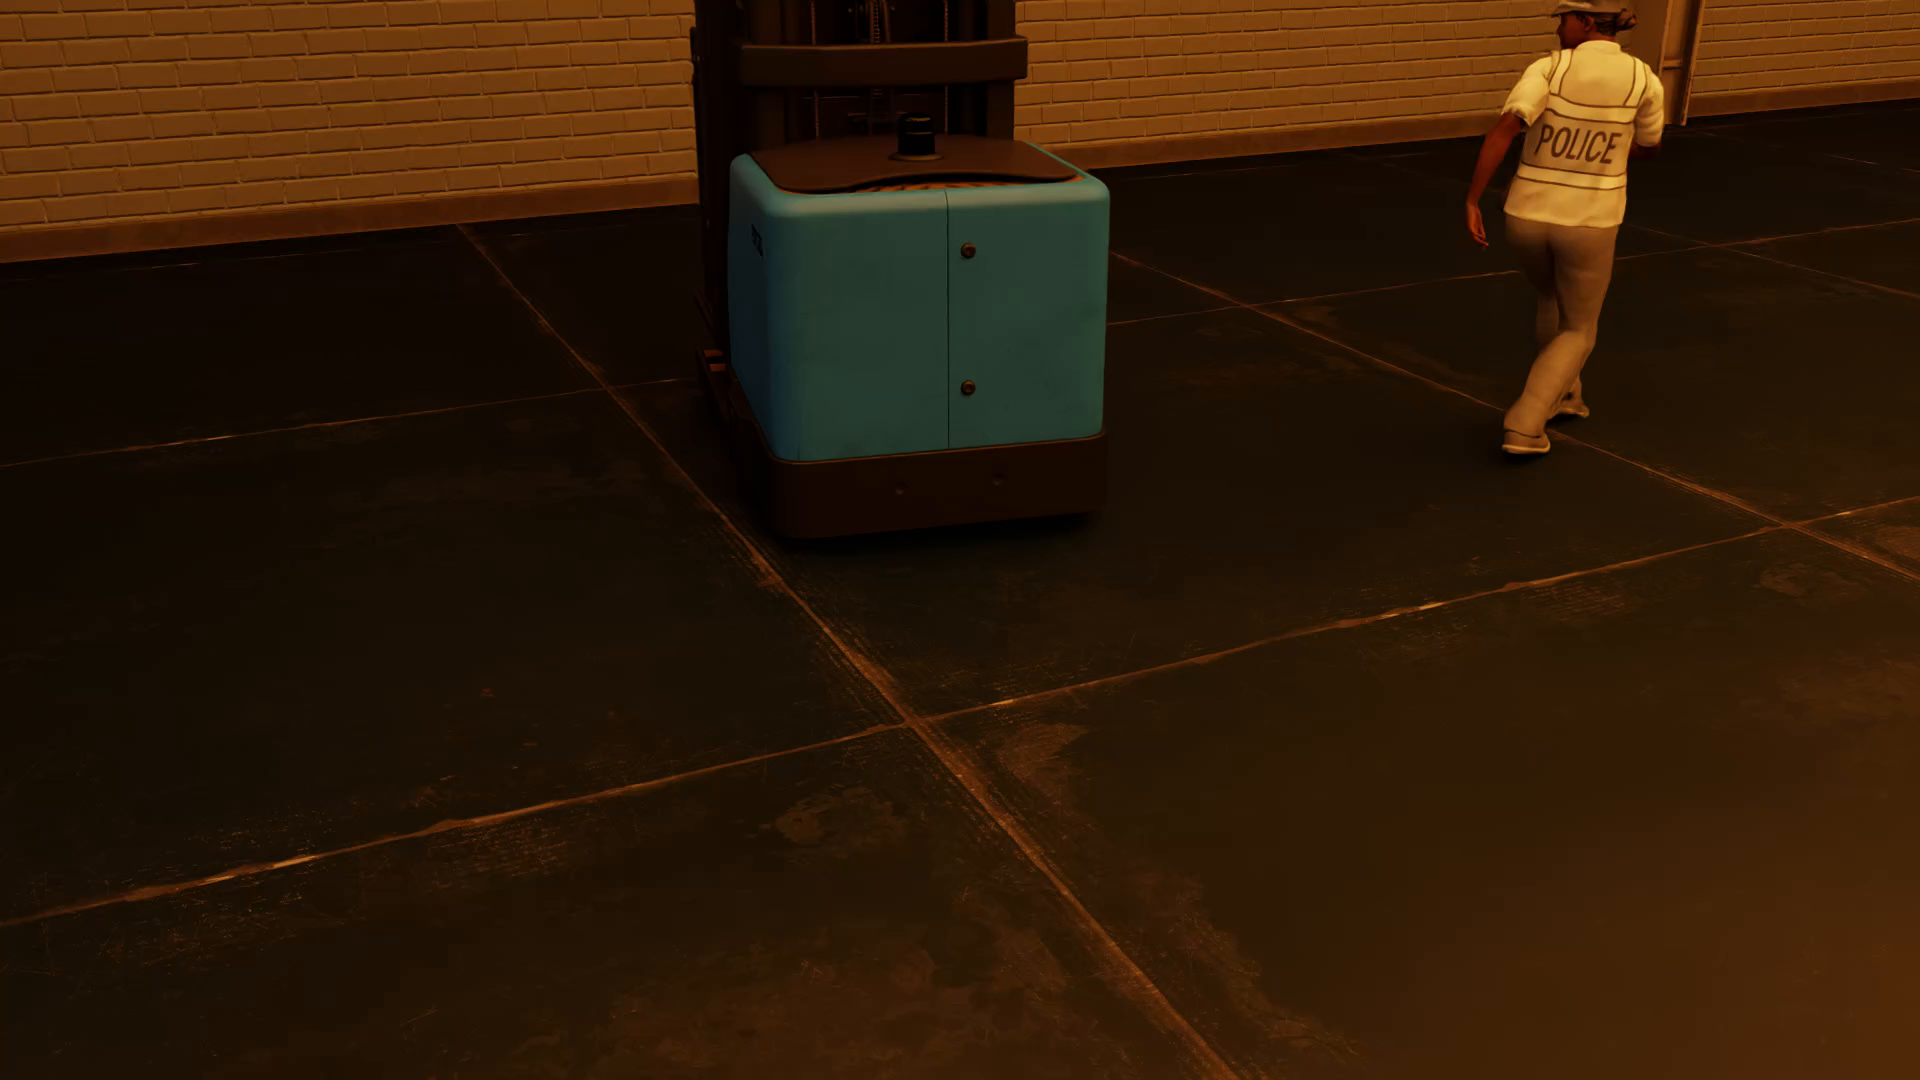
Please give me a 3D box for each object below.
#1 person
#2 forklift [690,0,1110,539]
[{"bbox_3d":[2.087,-1.085,5.697,0.478,1.617,0.893,15,27,33],"label":"person"},{"bbox_3d":[-0.411,-1.892,5.841,1.130,2.935,3.031,-6,23,-13],"label":"forklift"}]
